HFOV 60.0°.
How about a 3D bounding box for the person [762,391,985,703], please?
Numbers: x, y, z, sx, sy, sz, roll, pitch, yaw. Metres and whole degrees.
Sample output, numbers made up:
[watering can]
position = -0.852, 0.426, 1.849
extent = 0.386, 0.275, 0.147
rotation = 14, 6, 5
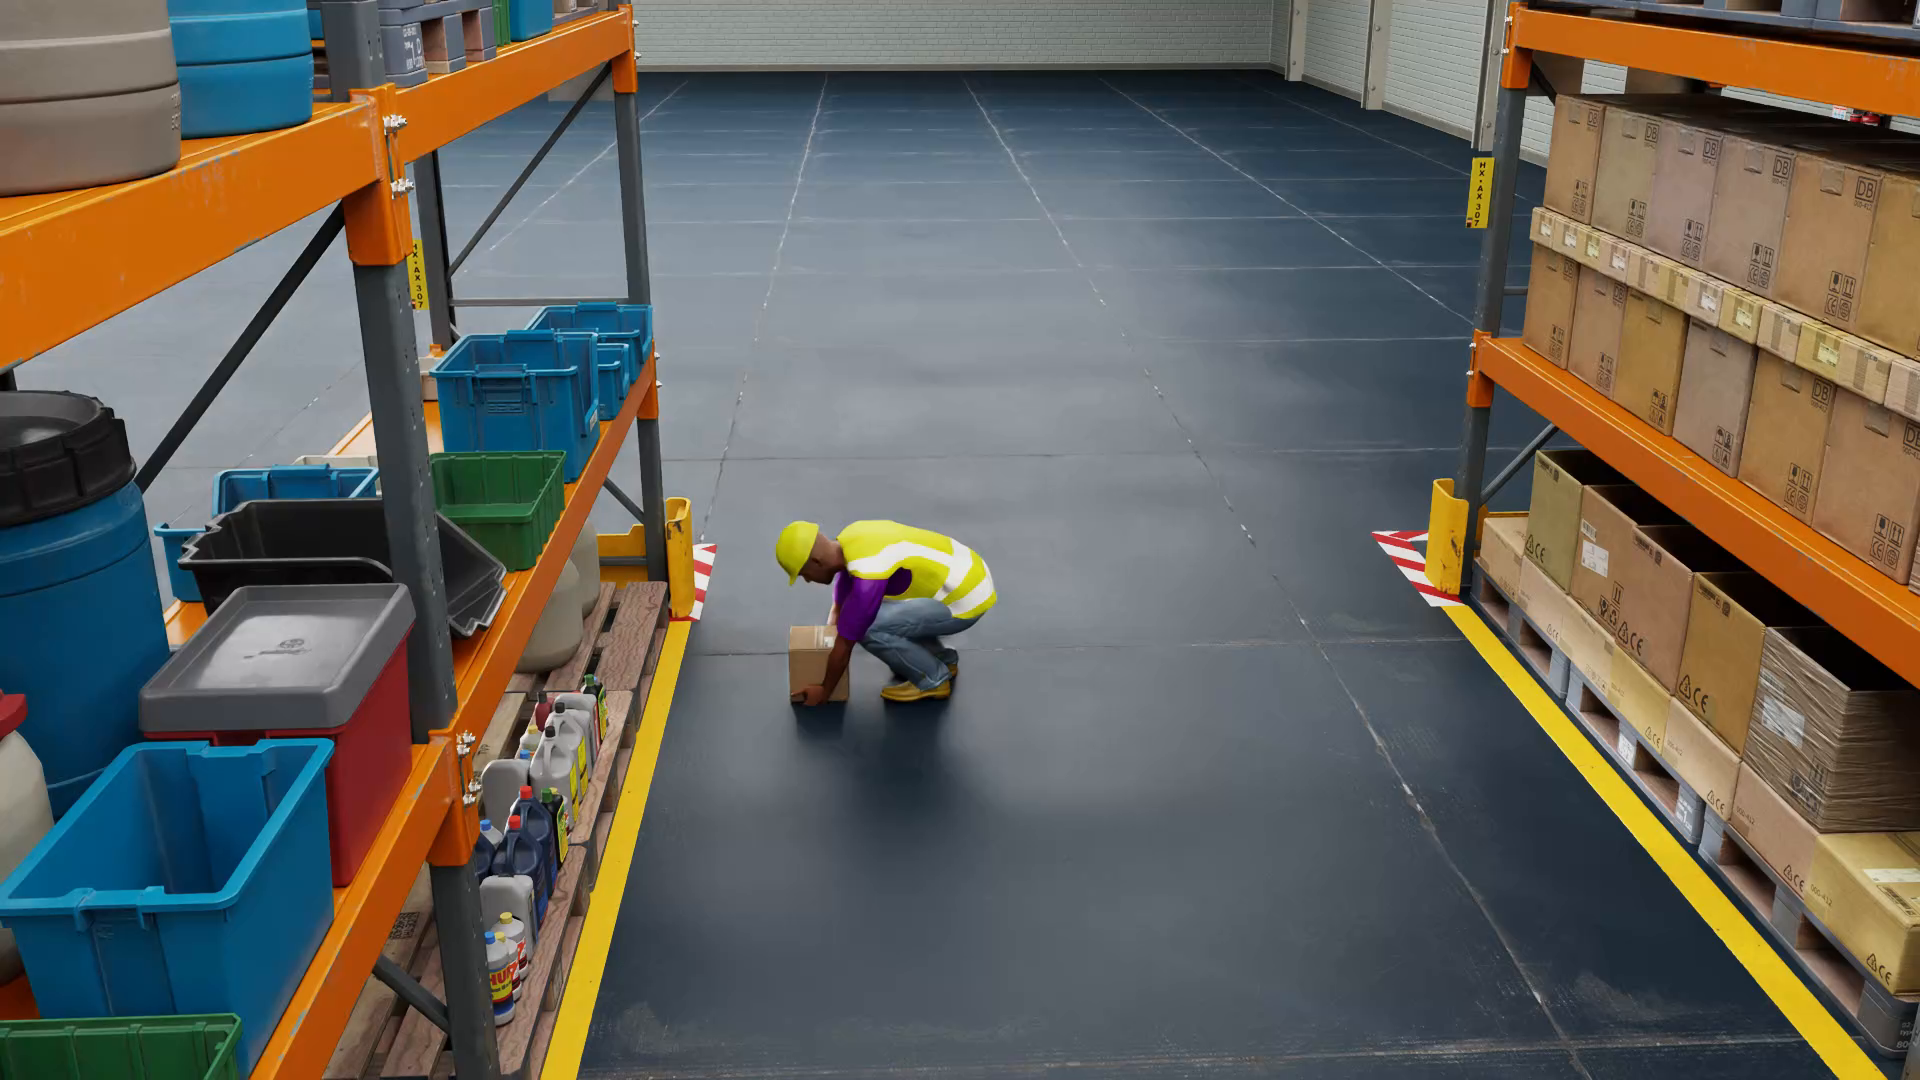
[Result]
[person]
position = -0.358, 0.019, 7.080
extent = 0.918, 1.355, 0.474
rotation = -2, 20, -4
